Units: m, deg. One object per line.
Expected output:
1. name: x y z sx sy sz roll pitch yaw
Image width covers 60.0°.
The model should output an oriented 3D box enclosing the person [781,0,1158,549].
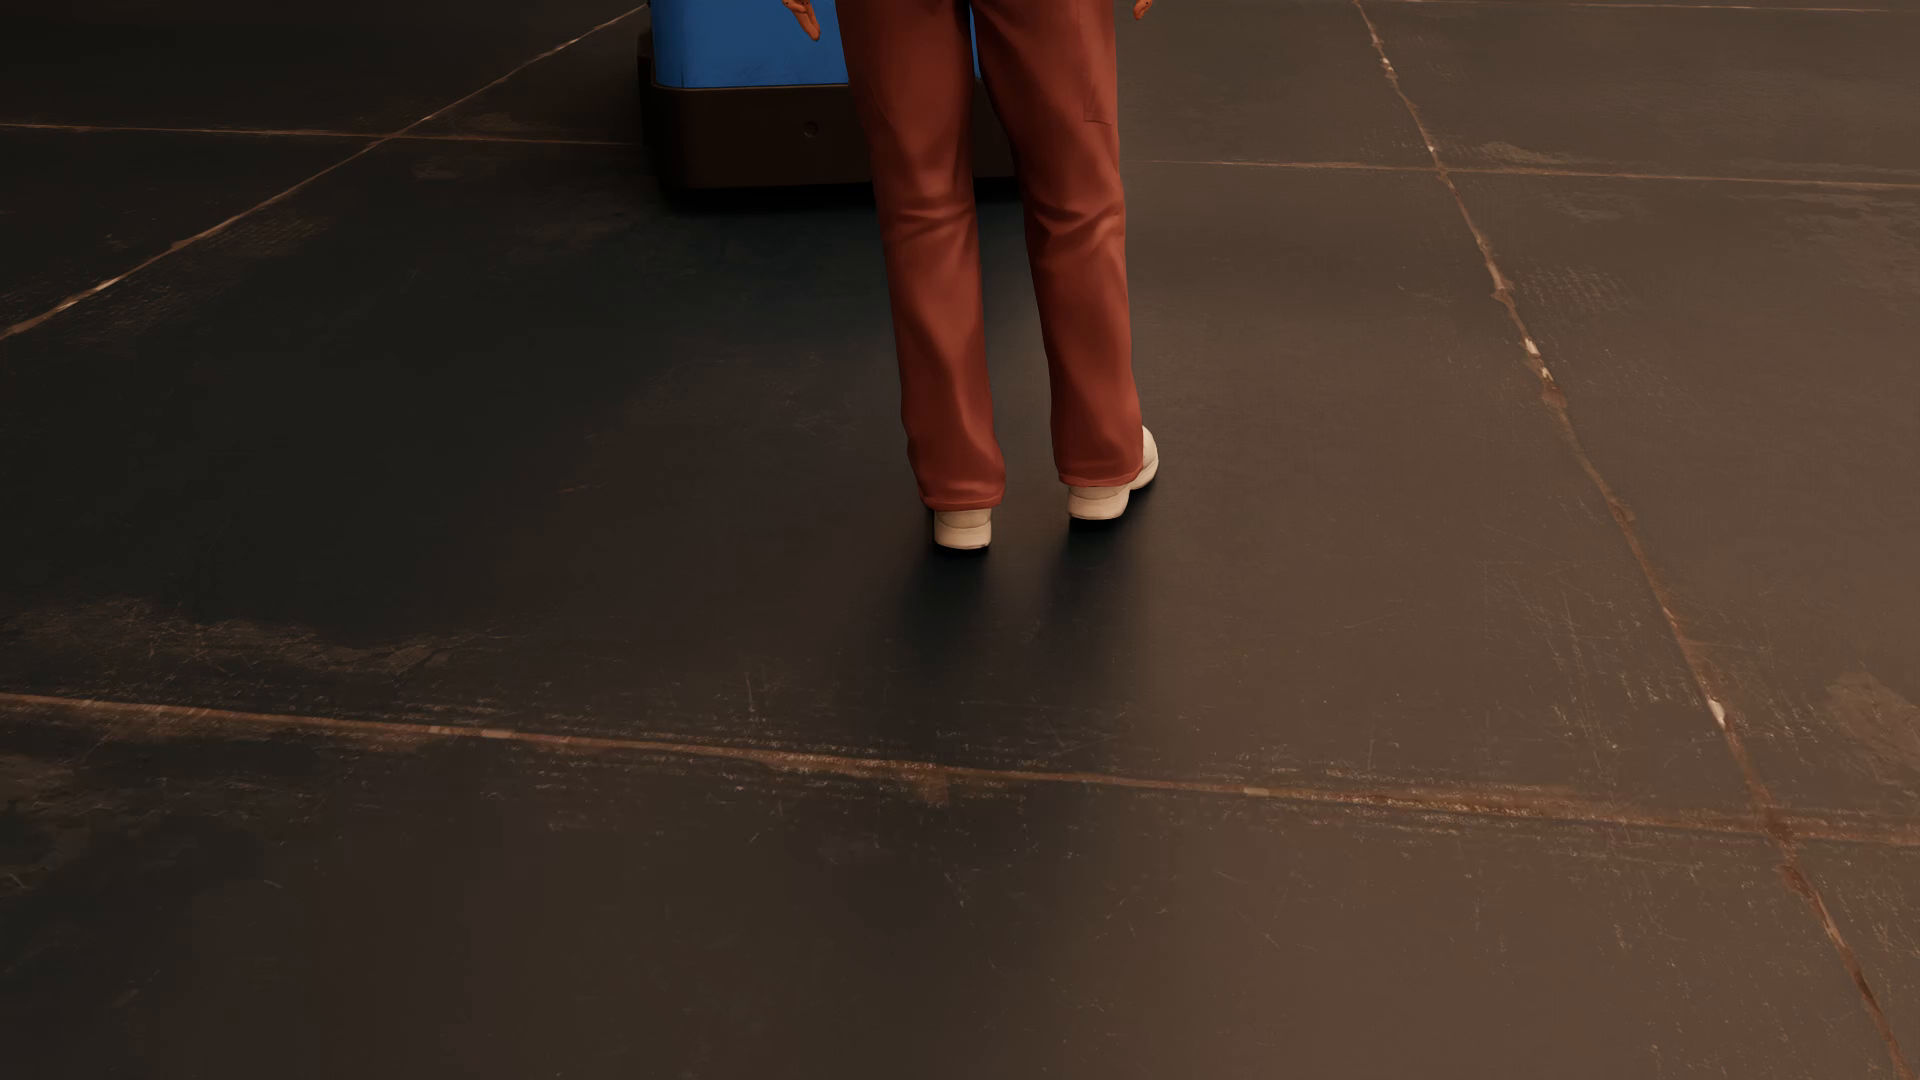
1. person: 0.020 -0.763 2.199 0.555 1.620 0.549 3 27 7

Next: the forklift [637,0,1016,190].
1. forklift: -0.451 -2.797 4.824 1.130 2.935 3.031 -4 27 -8
